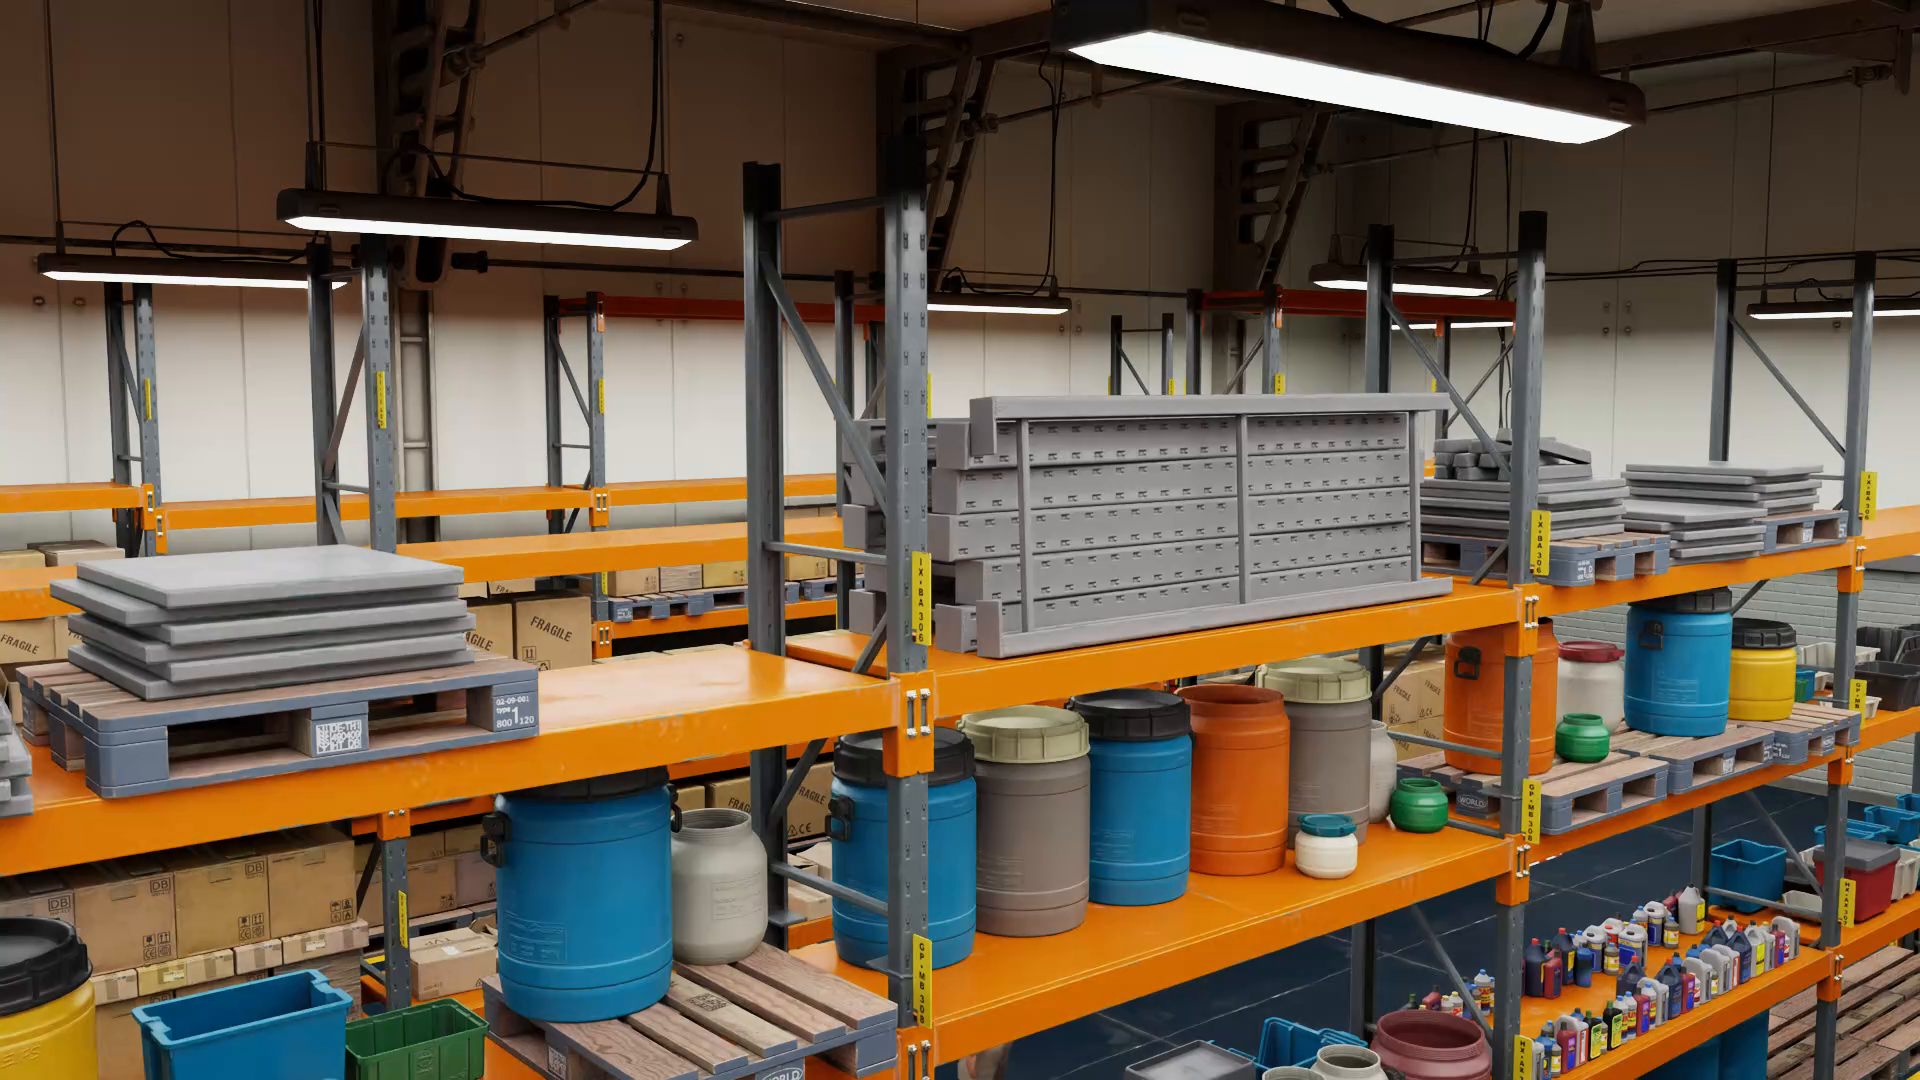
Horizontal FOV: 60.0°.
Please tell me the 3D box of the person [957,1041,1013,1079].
[{"bbox_3d":[0.115,3.267,10.823,0.409,1.729,0.619,2,6,23],"label":"person"}]
